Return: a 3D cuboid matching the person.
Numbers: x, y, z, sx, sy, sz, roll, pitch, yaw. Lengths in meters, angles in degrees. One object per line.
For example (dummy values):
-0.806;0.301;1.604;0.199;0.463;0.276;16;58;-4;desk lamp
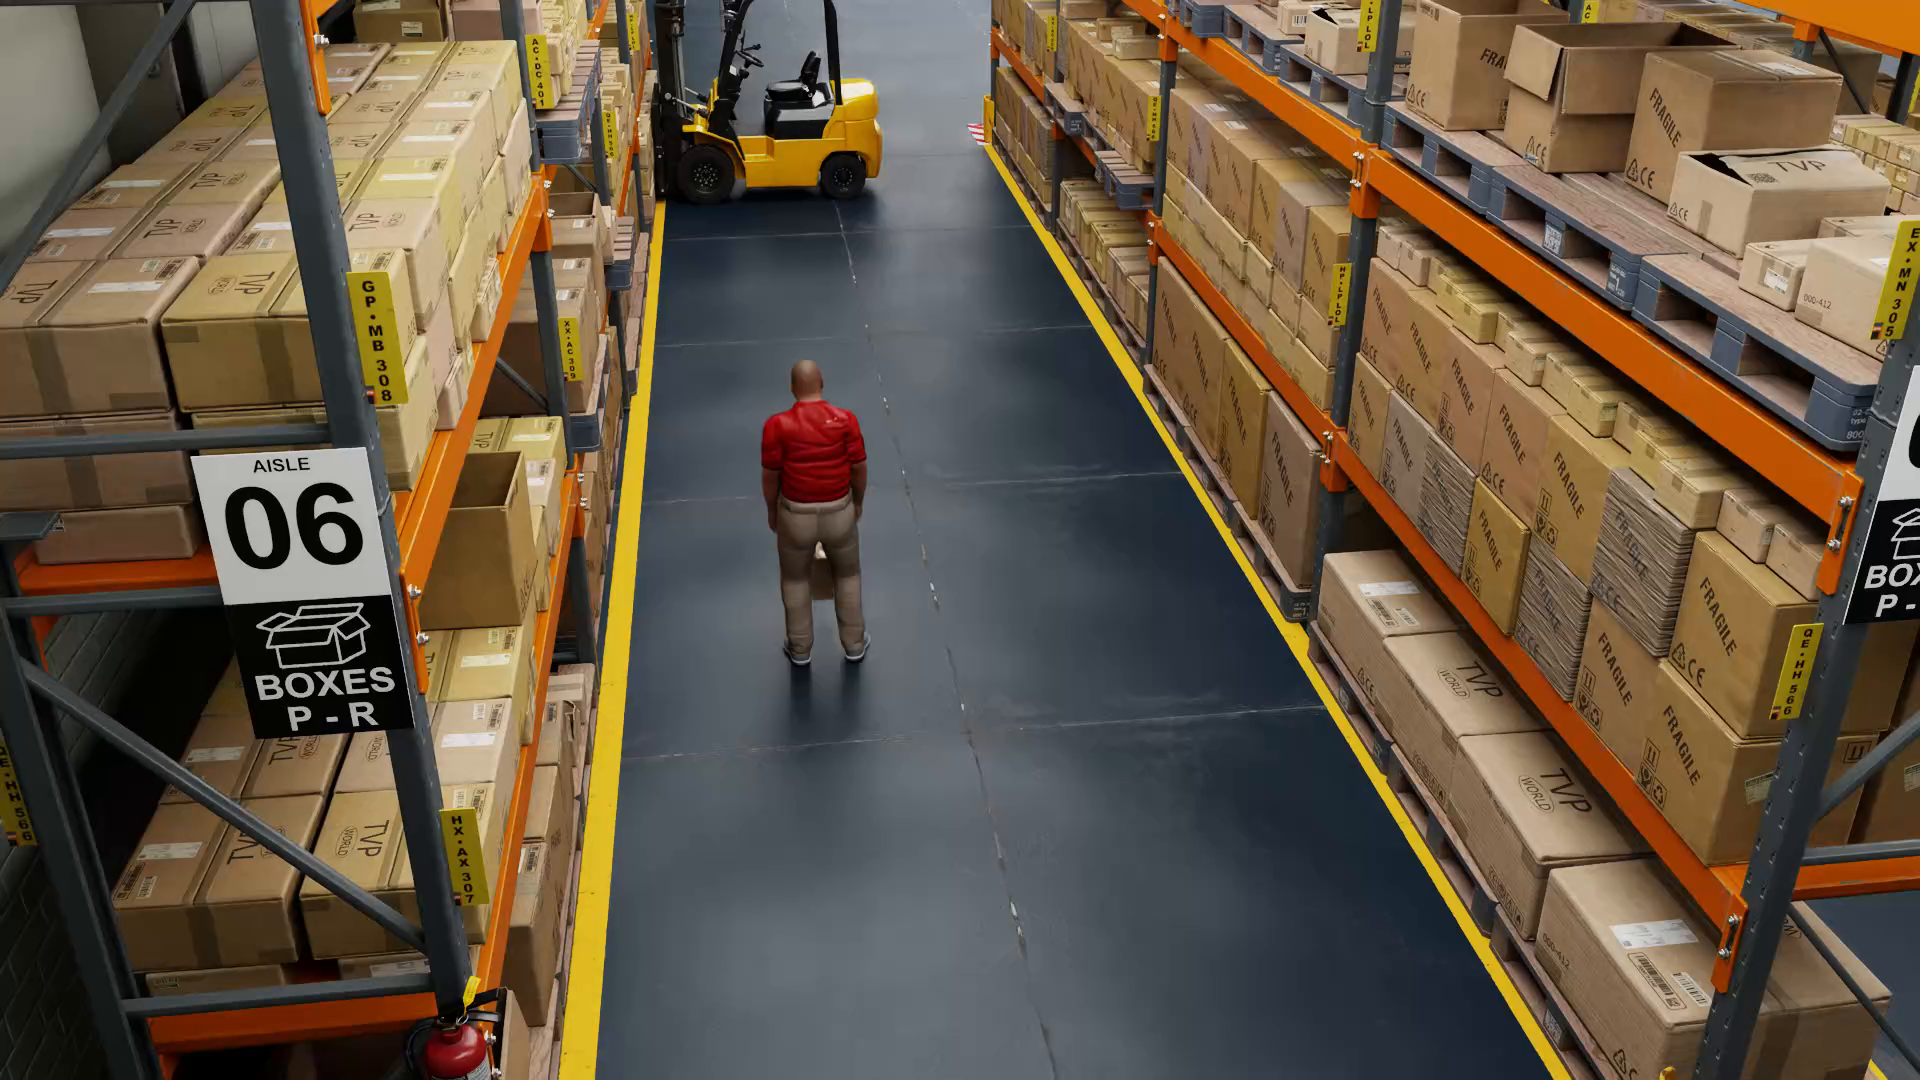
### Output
-0.769;-0.135;8.895;0.566;1.729;0.396;-4;27;-9;person
